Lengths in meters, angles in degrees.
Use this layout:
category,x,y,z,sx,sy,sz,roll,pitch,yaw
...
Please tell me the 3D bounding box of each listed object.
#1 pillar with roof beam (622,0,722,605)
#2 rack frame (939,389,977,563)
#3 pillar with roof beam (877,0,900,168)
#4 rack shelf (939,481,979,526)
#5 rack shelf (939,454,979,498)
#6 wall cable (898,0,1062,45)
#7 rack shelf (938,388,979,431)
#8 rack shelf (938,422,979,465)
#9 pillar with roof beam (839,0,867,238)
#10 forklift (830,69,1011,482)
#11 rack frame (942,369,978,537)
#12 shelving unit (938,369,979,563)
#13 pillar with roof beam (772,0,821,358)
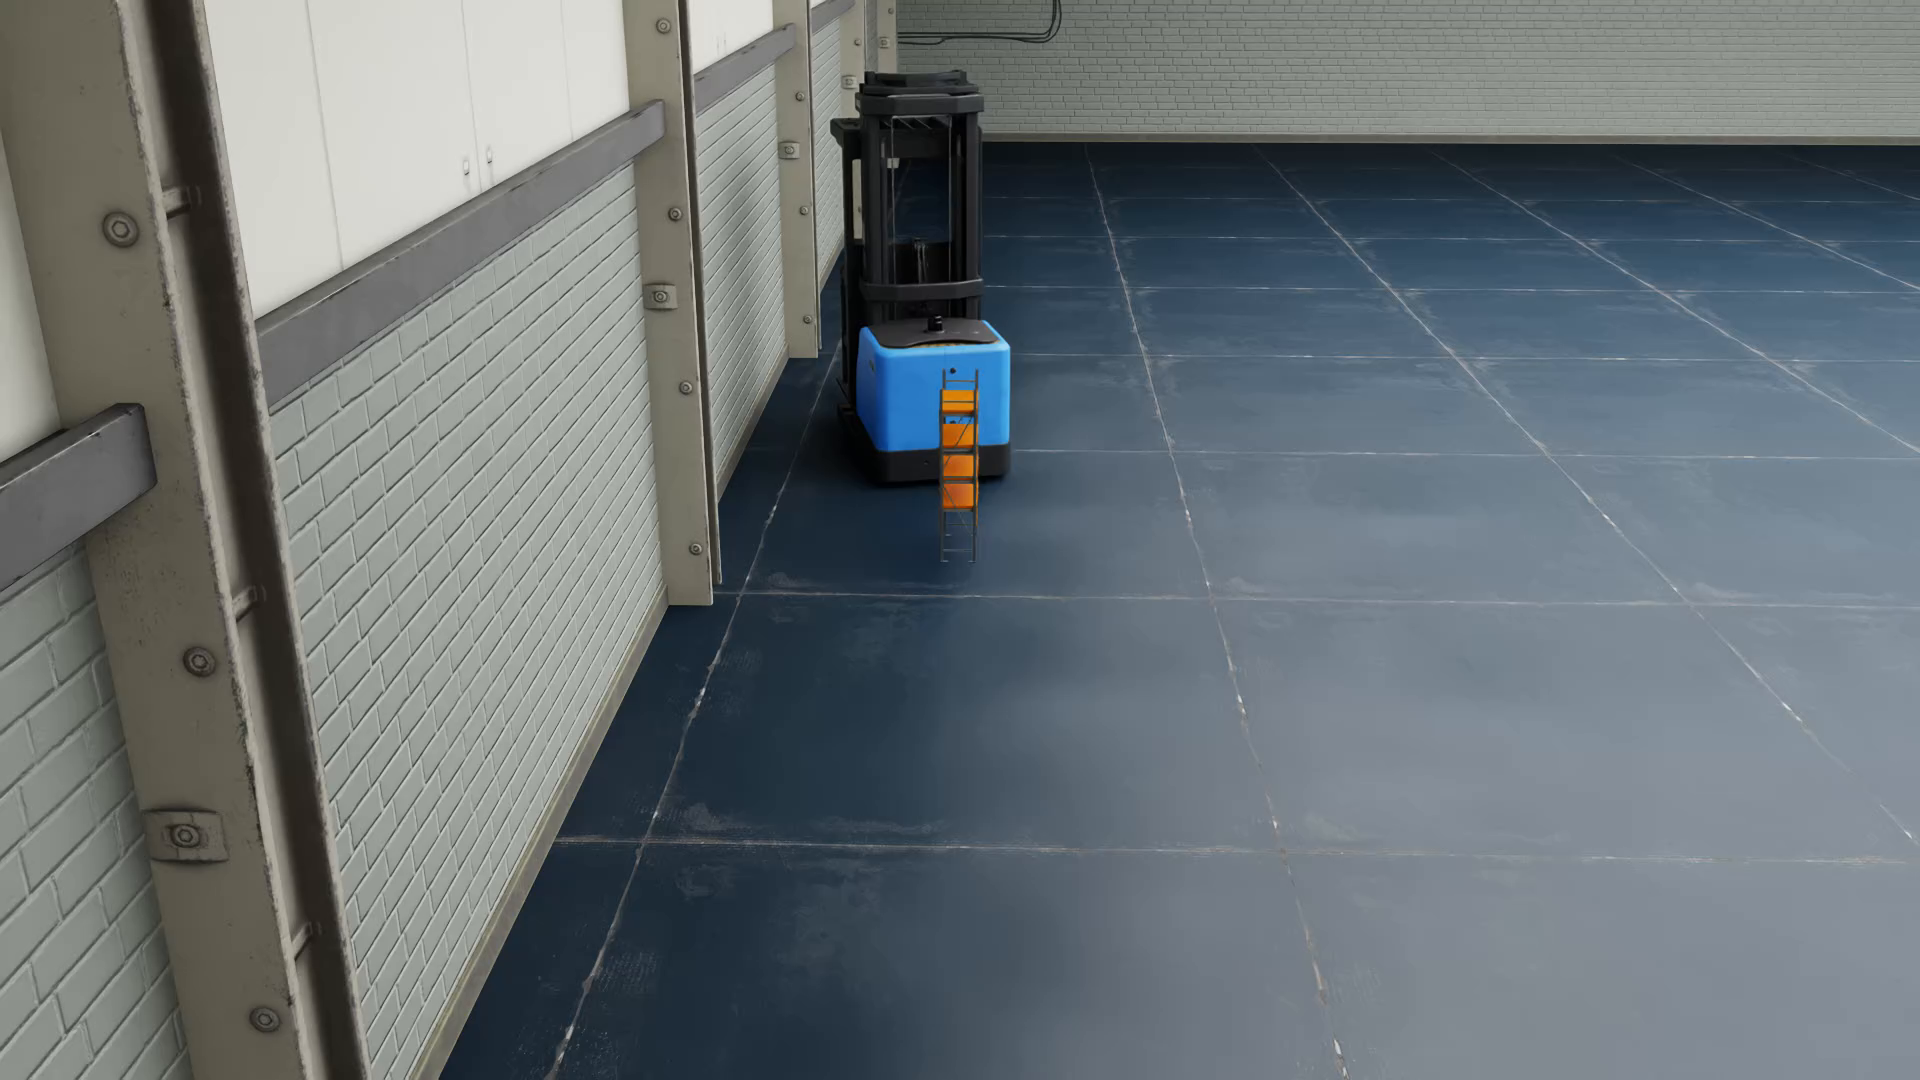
category,x,y,z,sx,sy,sz,roll,pitch,yaw
pillar with roof beam,2.591,-3.810,8.907,9.100,9.000,0.400,1,21,2
rack frame,-0.012,-0.411,10.930,0.240,1.200,0.015,1,21,2
pillar with roof beam,3.139,-10.318,25.681,9.100,9.000,0.400,1,21,2
rack shelf,-0.005,-0.252,11.254,0.258,0.148,0.480,1,21,2
rack shelf,-0.005,-0.437,11.182,0.258,0.148,0.480,1,21,2
wall cable,0.247,-9.968,29.072,3.097,2.526,0.112,1,21,2
rack shelf,-0.005,-0.866,11.015,0.258,0.148,0.480,1,21,2
rack shelf,-0.005,-0.645,11.101,0.258,0.148,0.480,1,21,2
pillar with roof beam,2.956,-8.148,20.090,9.100,9.000,0.400,1,21,2
forklift,-0.422,-2.298,13.401,1.130,2.935,3.031,-4,22,-11
rack frame,0.002,-0.588,11.385,0.240,1.200,0.015,1,21,2
shelving unit,-0.005,-0.500,11.158,0.258,1.200,0.503,1,21,2
pillar with roof beam,2.774,-5.979,14.499,9.100,9.000,0.400,1,21,2
